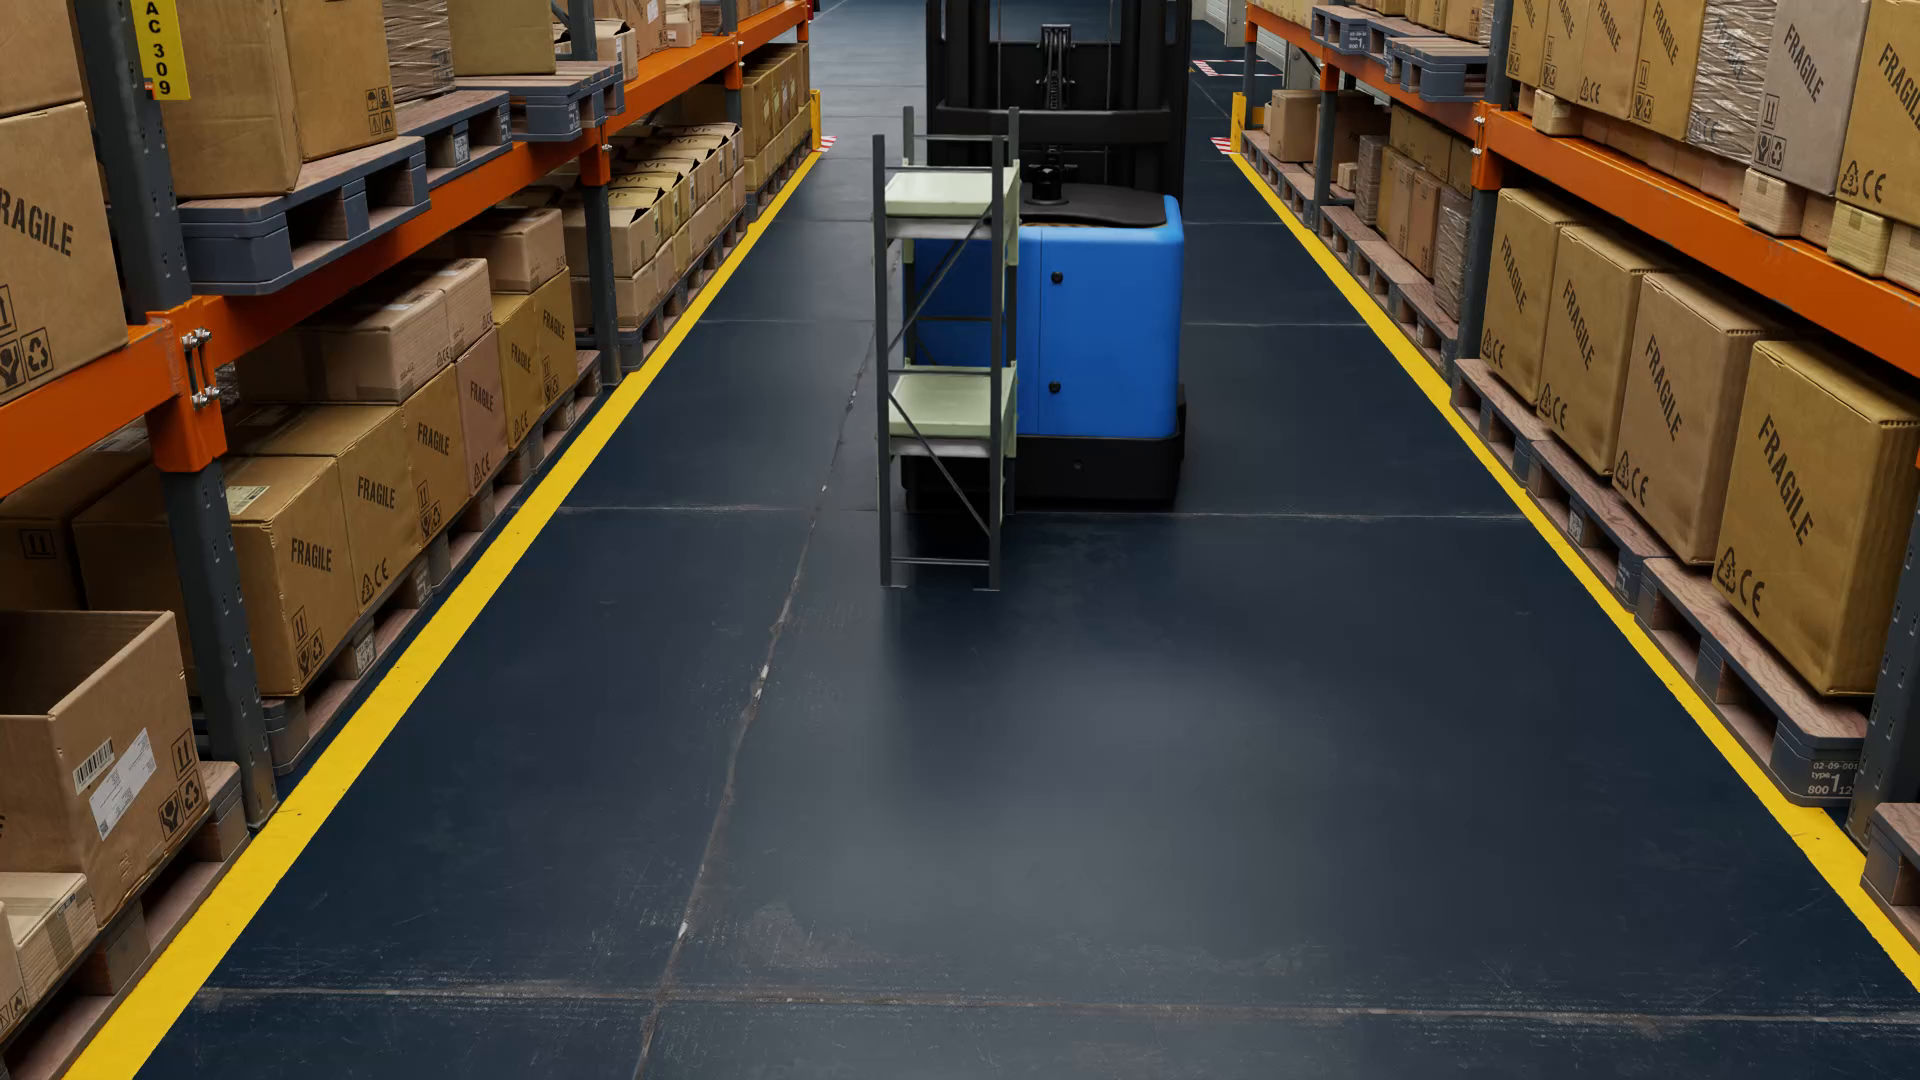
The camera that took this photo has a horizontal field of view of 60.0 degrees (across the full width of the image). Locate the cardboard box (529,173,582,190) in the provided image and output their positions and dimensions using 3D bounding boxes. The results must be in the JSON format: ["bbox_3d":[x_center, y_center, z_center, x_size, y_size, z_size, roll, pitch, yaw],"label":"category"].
[{"bbox_3d":[-2.327,-1.881,9.176,0.500,0.311,0.500,0,21,1],"label":"cardboard box"}]

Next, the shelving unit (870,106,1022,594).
[{"bbox_3d":[-0.032,-0.662,5.663,0.431,1.500,0.755,2,21,5],"label":"shelving unit"}]

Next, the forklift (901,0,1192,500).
[{"bbox_3d":[0.426,-2.006,7.147,1.130,2.935,3.031,2,21,5],"label":"forklift"}]

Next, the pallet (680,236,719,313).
[{"bbox_3d":[-2.020,-1.581,9.811,1.003,0.211,1.213,1,21,2],"label":"pallet"}]

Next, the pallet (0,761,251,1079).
[{"bbox_3d":[-2.267,0.851,3.544,1.003,0.211,1.213,1,21,2],"label":"pallet"}]

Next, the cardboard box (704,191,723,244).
[{"bbox_3d":[-1.757,-1.983,10.213,0.500,0.250,0.500,1,21,3],"label":"cardboard box"}]

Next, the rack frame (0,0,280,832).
[{"bbox_3d":[-2.246,-0.697,3.679,1.000,3.000,0.127,1,21,2],"label":"rack frame"}]

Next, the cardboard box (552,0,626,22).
[{"bbox_3d":[-2.089,-2.797,8.953,0.500,0.500,0.500,0,21,-1],"label":"cardboard box"}]

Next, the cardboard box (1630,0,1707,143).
[{"bbox_3d":[2.507,-1.555,5.313,0.500,0.500,0.500,1,21,3],"label":"cardboard box"}]

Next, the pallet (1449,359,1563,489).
[{"bbox_3d":[2.728,-0.506,7.042,1.003,0.211,1.213,1,21,2],"label":"pallet"}]

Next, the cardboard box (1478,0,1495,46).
[{"bbox_3d":[2.832,-2.512,7.610,0.700,0.500,0.500,-2,21,-5],"label":"cardboard box"}]

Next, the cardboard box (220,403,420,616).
[{"bbox_3d":[-1.982,-0.102,4.993,0.500,0.500,0.500,1,21,2],"label":"cardboard box"}]

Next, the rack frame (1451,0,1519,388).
[{"bbox_3d":[2.828,-2.090,7.270,1.000,3.000,0.127,1,21,2],"label":"rack frame"}]

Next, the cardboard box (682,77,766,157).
[{"bbox_3d":[-1.675,-3.018,11.843,0.500,0.500,0.500,1,21,2],"label":"cardboard box"}]

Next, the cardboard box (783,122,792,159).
[{"bbox_3d":[-1.635,-3.210,13.377,0.500,0.250,0.500,1,21,2],"label":"cardboard box"}]

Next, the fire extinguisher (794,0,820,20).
[{"bbox_3d":[-1.413,-5.038,14.972,0.296,0.674,0.183,1,21,2],"label":"fire extinguisher"}]

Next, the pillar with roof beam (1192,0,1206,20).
[{"bbox_3d":[0.159,-14.073,29.858,9.100,9.000,0.400,1,21,2],"label":"pillar with roof beam"}]

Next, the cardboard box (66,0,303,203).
[{"bbox_3d":[-2.008,-1.108,4.020,0.700,0.500,0.500,-7,22,-17],"label":"cardboard box"}]

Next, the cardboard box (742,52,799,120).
[{"bbox_3d":[-1.615,-3.741,13.707,0.500,0.500,0.500,1,21,2],"label":"cardboard box"}]

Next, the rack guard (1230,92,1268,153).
[{"bbox_3d":[3.069,-3.790,15.106,1.175,0.500,0.348,1,21,2],"label":"rack guard"}]

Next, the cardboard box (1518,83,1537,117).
[{"bbox_3d":[2.586,-1.866,7.011,0.380,0.149,0.250,0,21,1],"label":"cardboard box"}]

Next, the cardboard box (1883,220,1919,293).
[{"bbox_3d":[2.433,-0.662,3.907,0.380,0.149,0.250,1,21,2],"label":"cardboard box"}]

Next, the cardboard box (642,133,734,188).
[{"bbox_3d":[-1.738,-2.427,10.584,0.500,0.311,0.500,1,21,3],"label":"cardboard box"}]

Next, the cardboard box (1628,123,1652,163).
[{"bbox_3d":[2.575,-1.401,5.812,0.380,0.149,0.250,1,21,2],"label":"cardboard box"}]

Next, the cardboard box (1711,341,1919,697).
[{"bbox_3d":[2.596,-0.074,4.465,0.750,0.750,0.750,1,21,2],"label":"cardboard box"}]

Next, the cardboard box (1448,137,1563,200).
[{"bbox_3d":[2.877,-1.946,8.708,0.500,0.250,0.500,1,21,3],"label":"cardboard box"}]

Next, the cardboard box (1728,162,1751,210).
[{"bbox_3d":[2.493,-1.030,4.857,0.380,0.149,0.250,1,21,2],"label":"cardboard box"}]

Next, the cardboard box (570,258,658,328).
[{"bbox_3d":[-1.815,-1.244,8.308,0.500,0.250,0.500,1,21,1],"label":"cardboard box"}]

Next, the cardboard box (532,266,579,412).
[{"bbox_3d":[-1.918,-0.843,6.901,0.500,0.500,0.500,1,21,4],"label":"cardboard box"}]

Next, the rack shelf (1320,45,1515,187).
[{"bbox_3d":[2.888,-2.478,9.264,1.077,0.370,4.000,1,21,2],"label":"rack shelf"}]

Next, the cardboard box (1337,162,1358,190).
[{"bbox_3d":[2.935,-2.615,11.929,0.380,0.166,0.250,-2,21,-5],"label":"cardboard box"}]

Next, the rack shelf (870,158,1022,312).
[{"bbox_3d":[-0.032,-1.026,5.522,0.431,0.370,0.720,2,21,5],"label":"rack shelf"}]

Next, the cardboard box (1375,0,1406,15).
[{"bbox_3d":[2.875,-3.403,9.906,0.700,0.500,0.500,3,21,7],"label":"cardboard box"}]

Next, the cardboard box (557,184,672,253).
[{"bbox_3d":[-1.807,-1.695,8.696,0.500,0.311,0.500,0,21,0],"label":"cardboard box"}]

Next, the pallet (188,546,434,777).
[{"bbox_3d":[-2.259,0.308,4.943,1.003,0.211,1.213,1,21,2],"label":"pallet"}]

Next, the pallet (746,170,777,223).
[{"bbox_3d":[-1.936,-2.577,12.378,1.003,0.211,1.213,1,21,2],"label":"pallet"}]

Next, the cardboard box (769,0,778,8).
[{"bbox_3d":[-1.919,-4.724,13.919,0.700,0.500,0.500,1,21,3],"label":"cardboard box"}]

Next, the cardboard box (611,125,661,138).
[{"bbox_3d":[-2.264,-2.618,11.076,0.500,0.311,0.500,1,21,2],"label":"cardboard box"}]

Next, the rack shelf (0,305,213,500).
[{"bbox_3d":[-2.306,0.361,1.946,1.077,0.370,4.000,1,21,2],"label":"rack shelf"}]

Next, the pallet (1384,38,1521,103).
[{"bbox_3d":[2.743,-2.260,7.971,1.213,0.211,1.003,1,21,2],"label":"pallet"}]

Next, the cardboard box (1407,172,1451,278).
[{"bbox_3d":[2.916,-1.756,9.255,0.700,0.500,0.500,1,21,1],"label":"cardboard box"}]

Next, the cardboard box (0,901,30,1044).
[{"bbox_3d":[-2.002,0.831,2.848,0.500,0.311,0.500,1,21,2],"label":"cardboard box"}]

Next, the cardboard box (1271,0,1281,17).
[{"bbox_3d":[2.698,-4.195,12.872,0.500,0.250,0.500,1,21,2],"label":"cardboard box"}]

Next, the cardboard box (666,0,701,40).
[{"bbox_3d":[-1.974,-3.341,10.701,0.500,0.250,0.500,2,21,5],"label":"cardboard box"}]

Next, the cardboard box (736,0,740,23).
[{"bbox_3d":[-1.986,-3.988,12.021,0.700,0.500,0.500,0,21,1],"label":"cardboard box"}]
